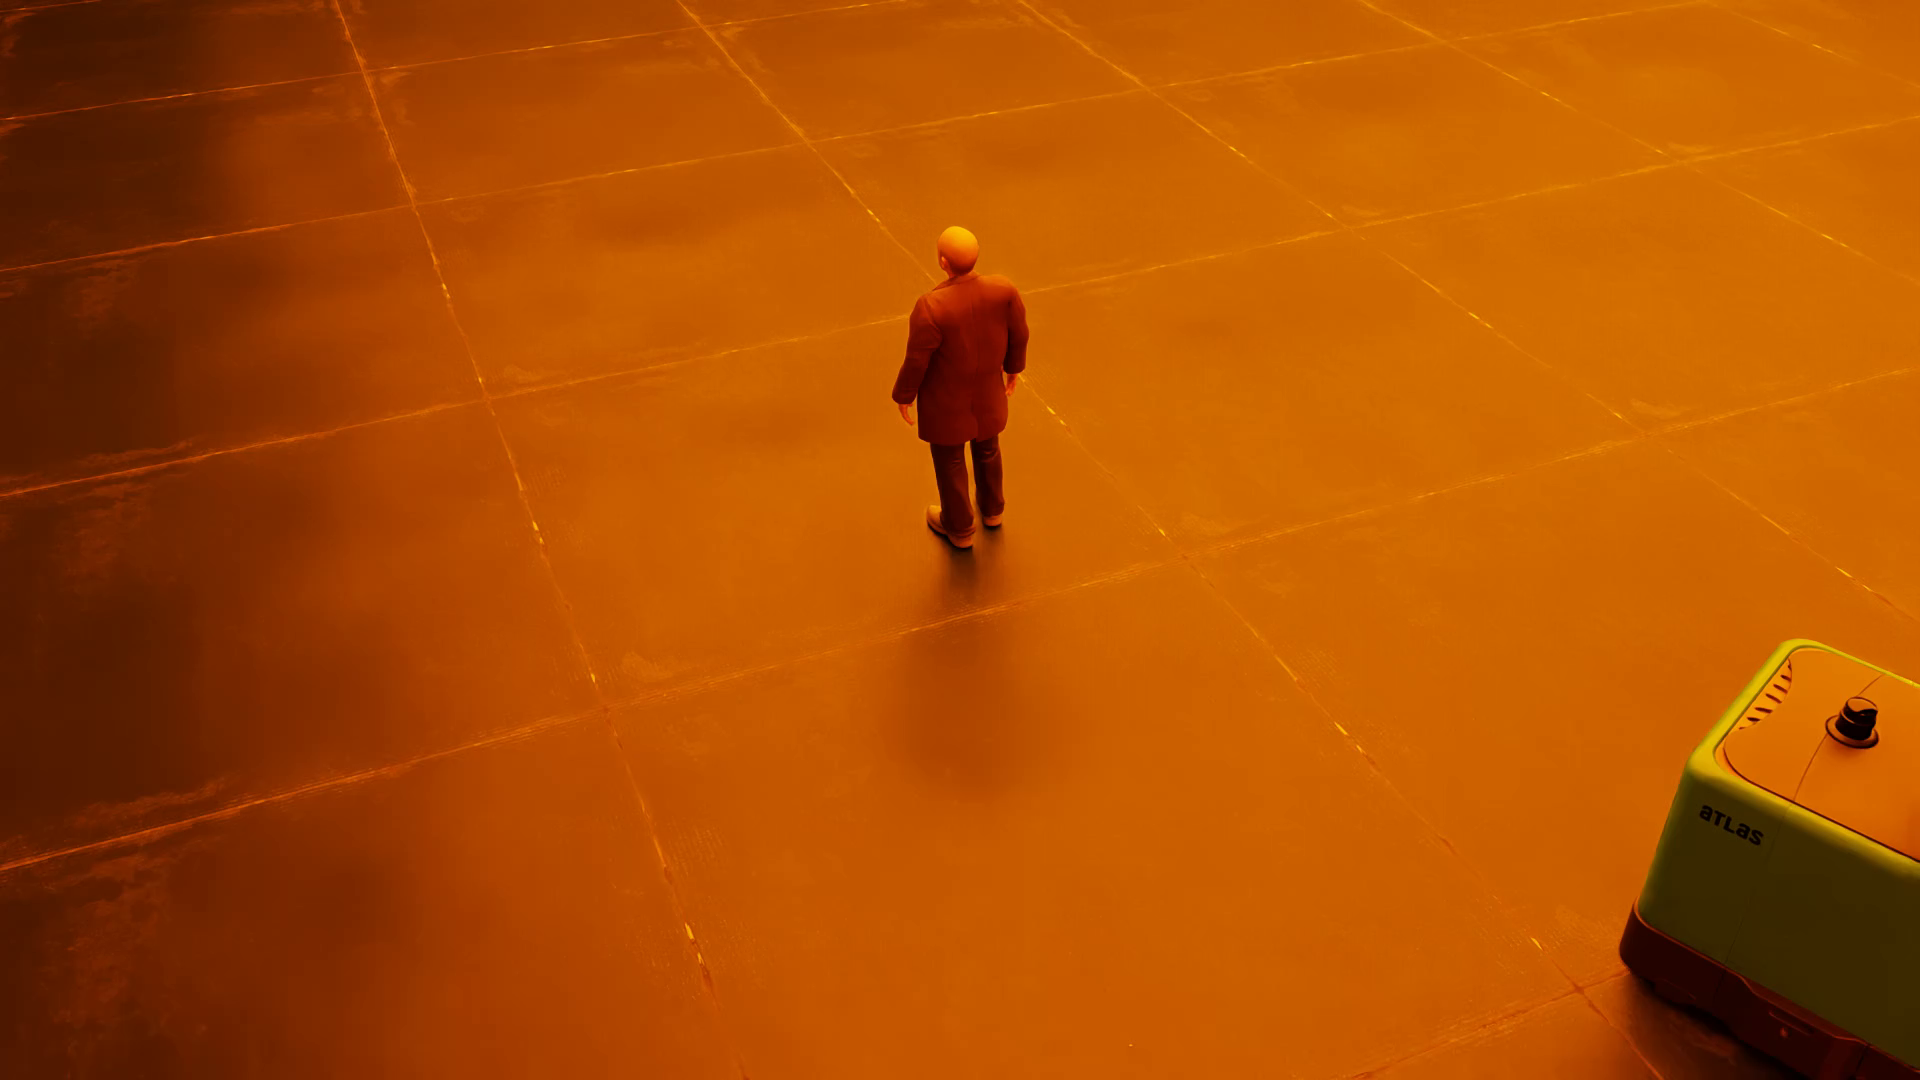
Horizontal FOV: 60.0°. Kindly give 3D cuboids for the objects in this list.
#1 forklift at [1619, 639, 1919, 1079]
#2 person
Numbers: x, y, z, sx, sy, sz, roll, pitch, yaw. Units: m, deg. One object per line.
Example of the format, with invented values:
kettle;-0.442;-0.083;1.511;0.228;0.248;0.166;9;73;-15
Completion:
forklift;3.925;0.810;4.959;3.031;2.935;1.130;28;44;33
person;-0.031;-0.780;8.178;0.696;1.775;0.582;-14;38;-19
